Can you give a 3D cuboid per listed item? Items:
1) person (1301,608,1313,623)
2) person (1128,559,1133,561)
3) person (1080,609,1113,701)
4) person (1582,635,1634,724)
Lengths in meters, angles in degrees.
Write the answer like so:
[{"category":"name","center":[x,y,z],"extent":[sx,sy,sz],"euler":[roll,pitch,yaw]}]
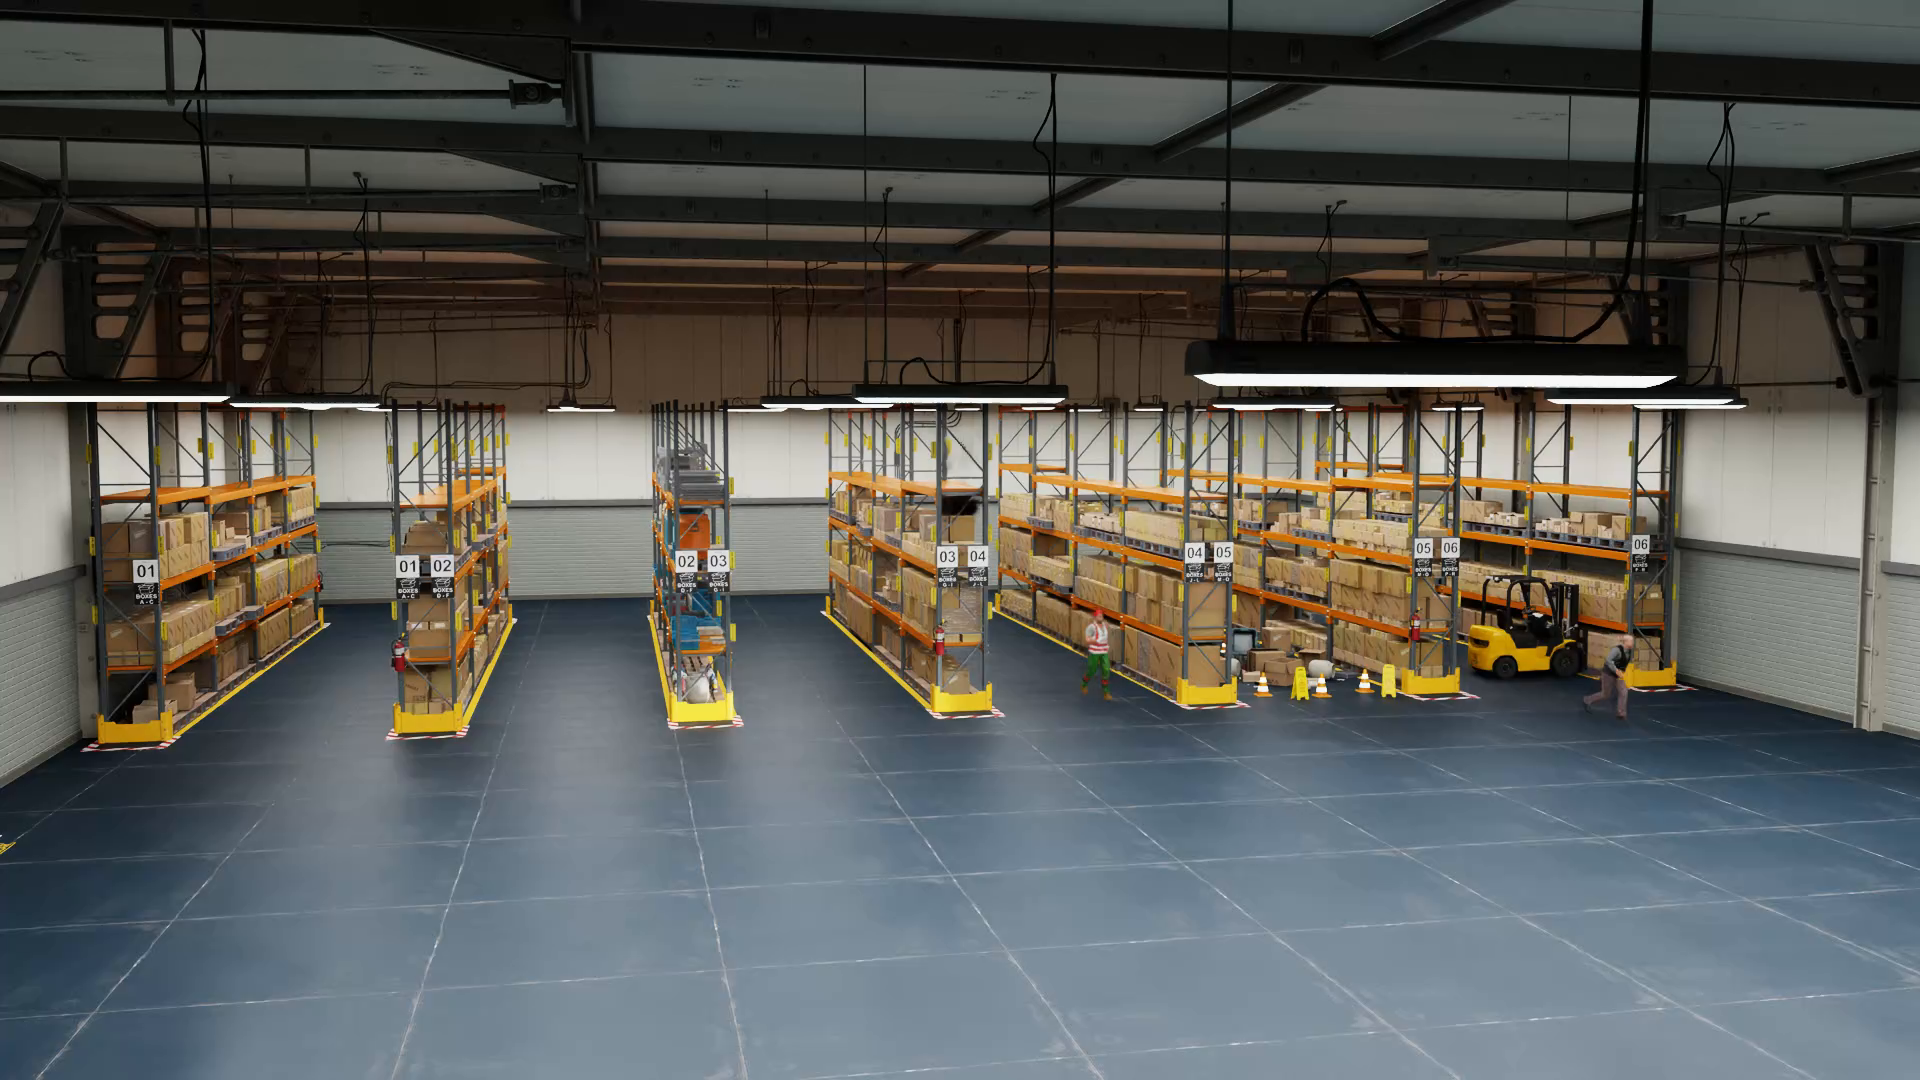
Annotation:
[{"category":"person","center":[9.235,1.588,44.263],"extent":[0.558,1.634,0.644],"euler":[-1,4,-10]},{"category":"person","center":[4.663,1.386,45.990],"extent":[0.682,1.716,0.700],"euler":[-2,5,-23]},{"category":"person","center":[2.754,2.281,33.418],"extent":[0.663,1.798,0.944],"euler":[-3,5,-31]},{"category":"person","center":[12.149,2.571,31.145],"extent":[0.687,1.679,0.994],"euler":[-4,6,-44]}]
